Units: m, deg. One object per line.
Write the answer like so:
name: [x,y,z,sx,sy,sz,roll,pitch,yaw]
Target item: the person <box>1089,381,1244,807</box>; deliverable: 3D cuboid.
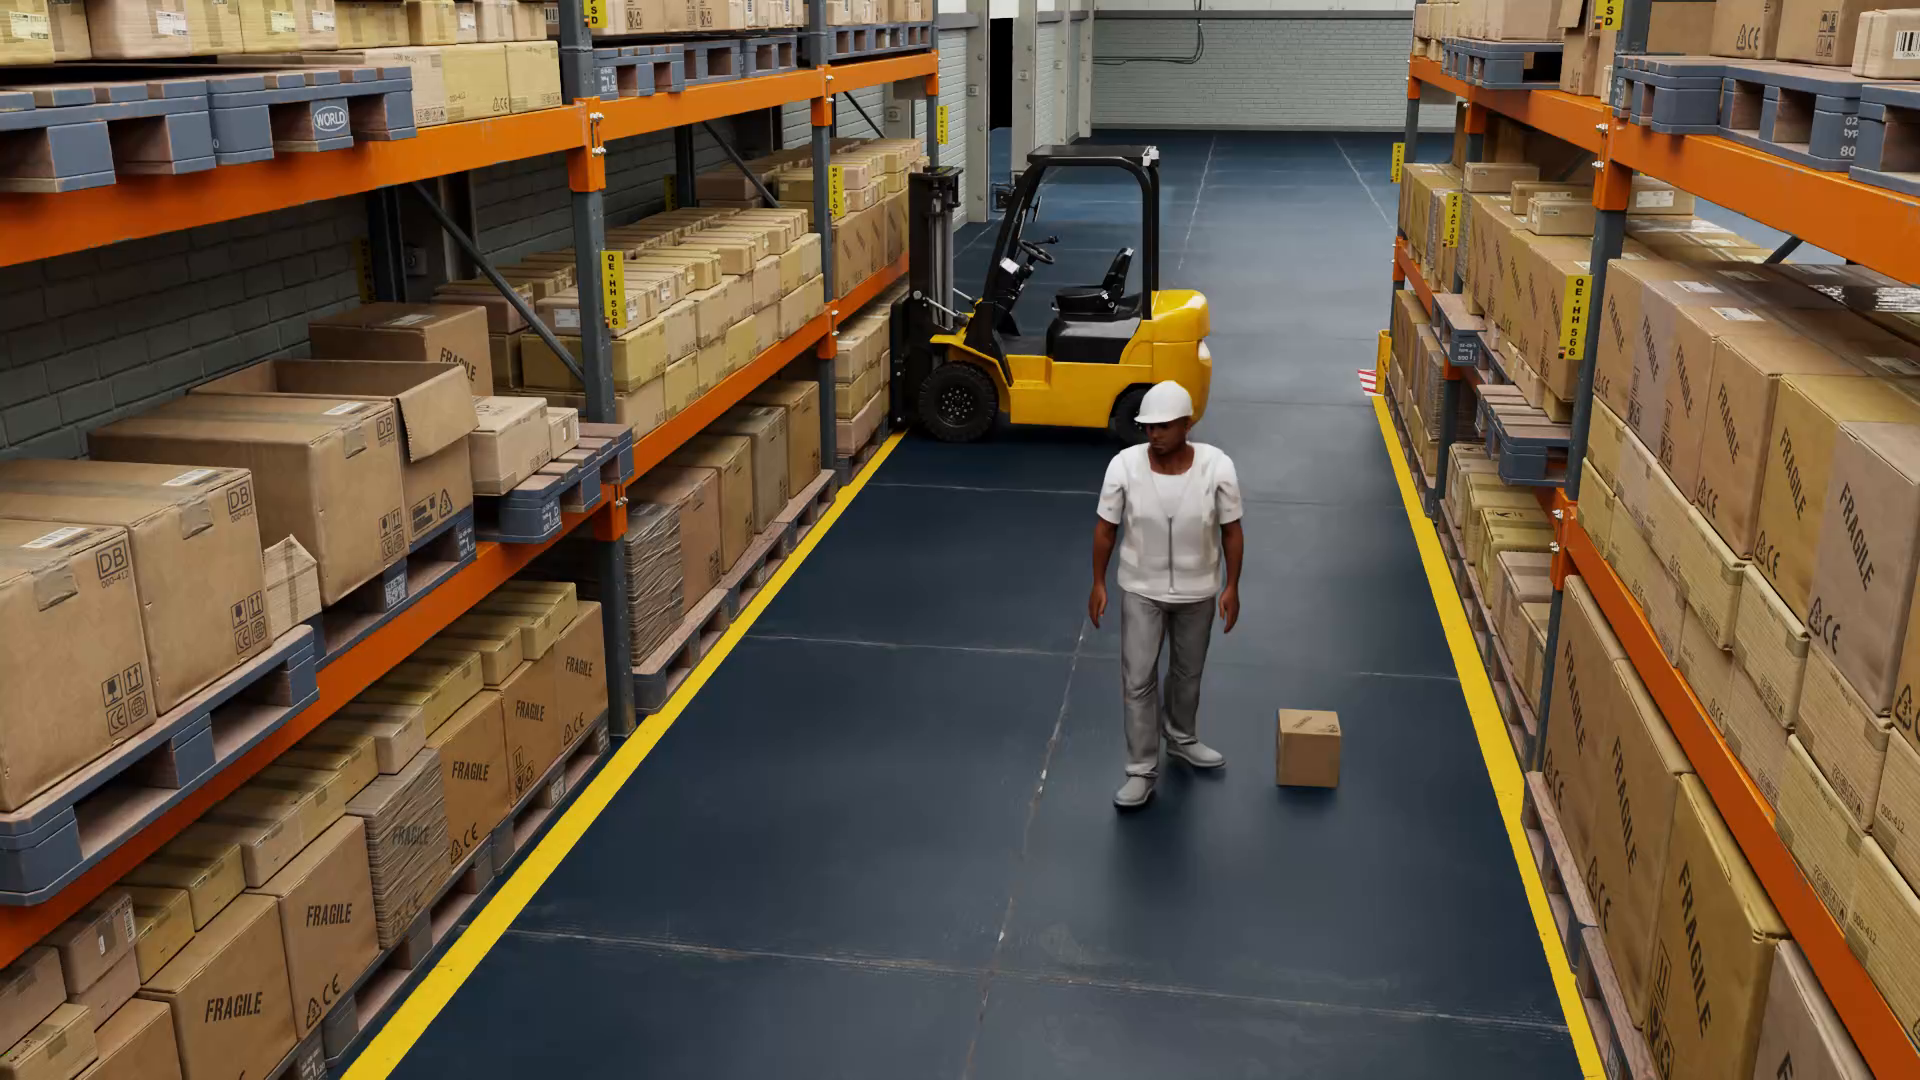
person: [0.848,0.209,6.873,0.627,1.766,0.626,1,18,3]
